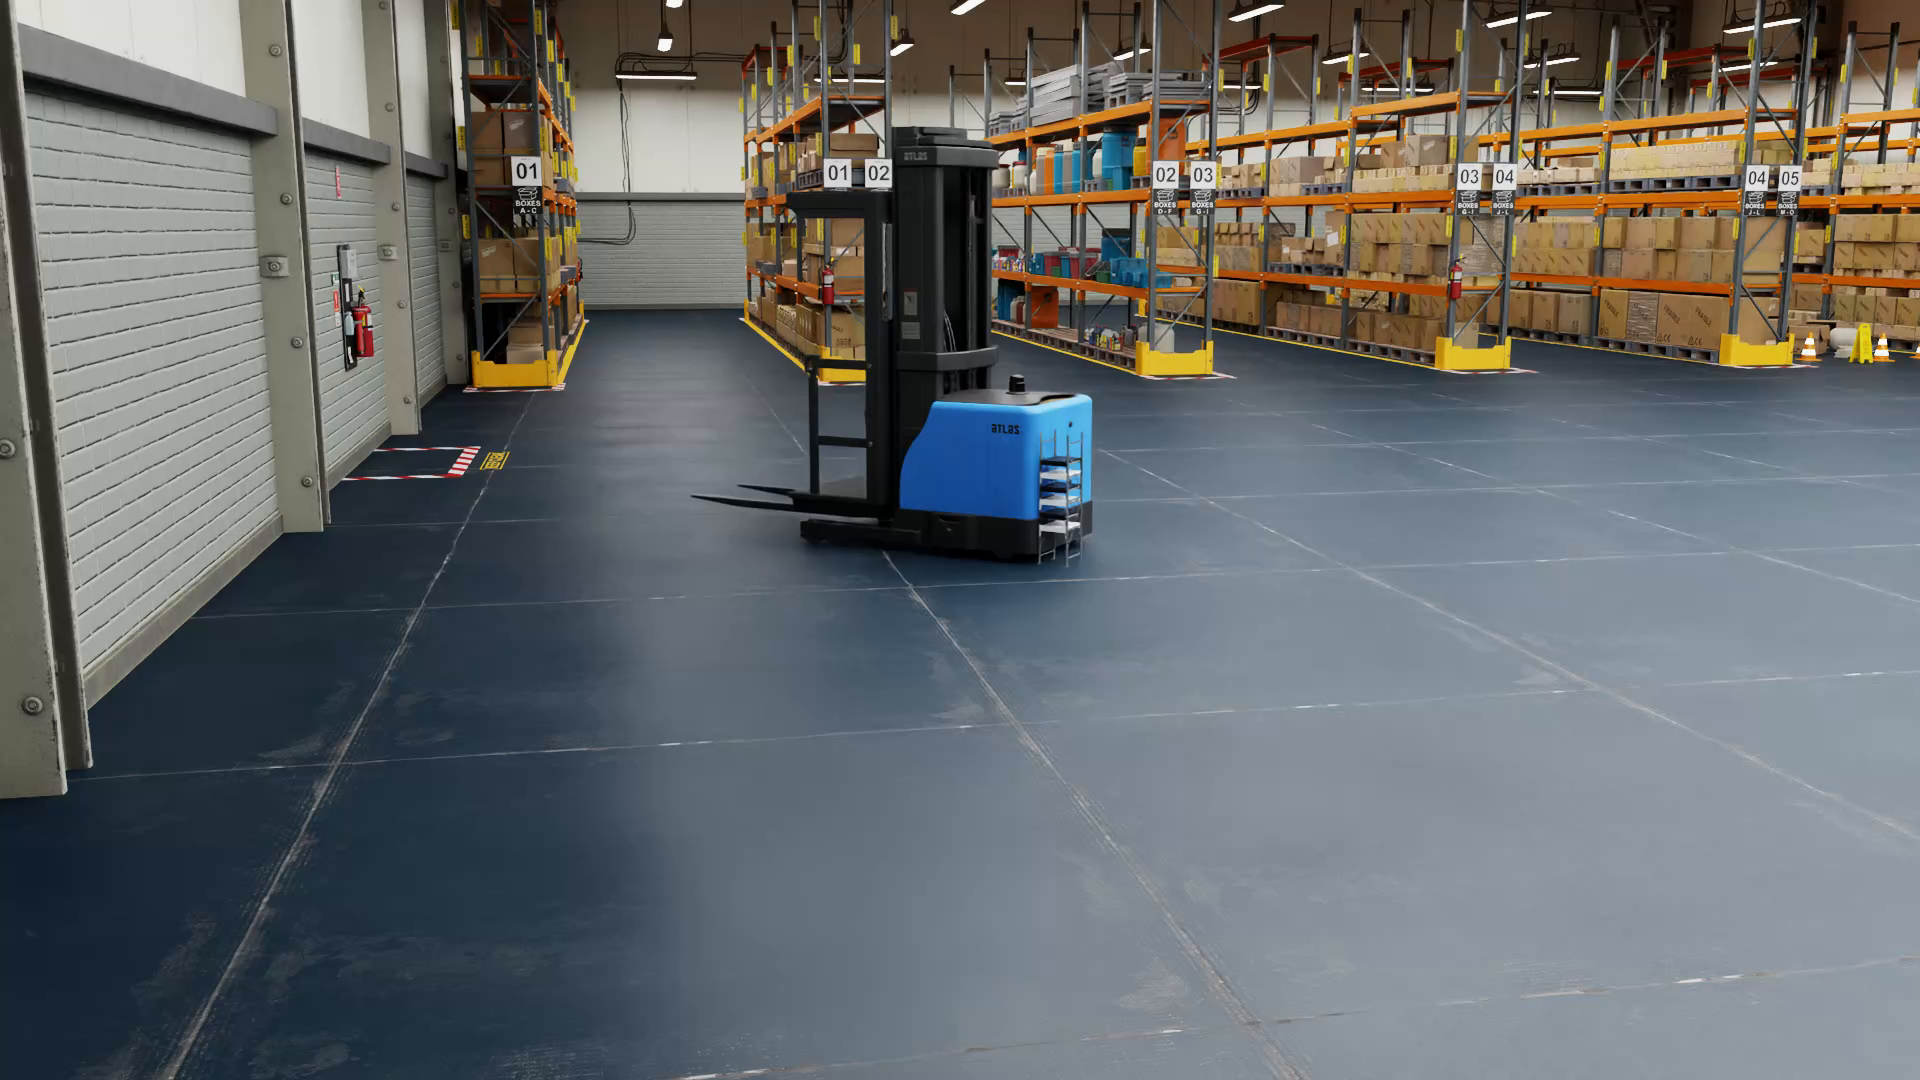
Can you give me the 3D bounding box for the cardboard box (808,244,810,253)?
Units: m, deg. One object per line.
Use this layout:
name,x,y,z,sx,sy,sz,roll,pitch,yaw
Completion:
cardboard box,-2.307,-4.806,27.423,0.380,0.149,0.250,-2,11,-13

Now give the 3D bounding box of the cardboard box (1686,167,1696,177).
cardboard box,12.515,-6.217,28.095,0.380,0.149,0.250,-2,11,-12

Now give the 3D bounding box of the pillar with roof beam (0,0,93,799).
pillar with roof beam,0.388,-3.573,6.901,9.100,9.000,0.400,-2,11,-11

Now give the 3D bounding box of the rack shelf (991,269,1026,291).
rack shelf,1.422,-5.514,35.071,1.077,0.370,4.000,-2,11,-11

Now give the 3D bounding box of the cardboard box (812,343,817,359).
cardboard box,-1.995,-2.889,25.582,0.500,0.250,0.500,-2,11,-11

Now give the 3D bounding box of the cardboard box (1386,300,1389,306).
cardboard box,10.339,-5.624,39.428,0.380,0.149,0.250,-3,11,-14

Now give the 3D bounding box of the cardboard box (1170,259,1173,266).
cardboard box,5.212,-6.618,39.615,0.380,0.149,0.250,-2,11,-10

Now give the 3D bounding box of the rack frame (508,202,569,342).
rack frame,-7.907,-5.141,31.183,1.000,3.000,0.127,-2,11,-11

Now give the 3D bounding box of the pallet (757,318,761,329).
pallet,-3.959,-4.811,36.911,1.003,0.211,1.213,-2,11,-11

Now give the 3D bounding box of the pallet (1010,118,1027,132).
pallet,1.701,-8.292,33.271,1.213,0.211,1.003,-2,11,-11

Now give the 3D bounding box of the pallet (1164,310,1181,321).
pallet,5.580,-5.411,40.063,1.003,0.211,1.213,-2,11,-11

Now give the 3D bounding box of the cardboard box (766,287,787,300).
cardboard box,-3.777,-5.131,34.634,0.500,0.250,0.500,-2,11,-11

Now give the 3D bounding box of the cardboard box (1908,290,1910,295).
cardboard box,21.367,-5.148,36.447,0.875,0.625,0.625,-2,11,-9

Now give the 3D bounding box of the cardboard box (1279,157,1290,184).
cardboard box,6.604,-7.261,32.695,0.500,0.500,0.500,-2,11,-11

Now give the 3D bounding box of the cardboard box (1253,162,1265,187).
cardboard box,6.480,-7.521,34.267,0.797,0.503,0.637,-1,11,-8

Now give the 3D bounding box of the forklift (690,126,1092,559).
forklift,-0.585,-1.483,12.148,3.031,2.935,1.130,6,12,27

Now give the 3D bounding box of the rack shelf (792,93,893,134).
rack shelf,-1.881,-6.618,25.896,1.077,0.370,4.000,-2,11,-11

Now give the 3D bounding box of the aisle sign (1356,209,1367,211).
aisle sign,10.279,-8.612,42.466,0.394,0.787,0.004,-2,11,-11

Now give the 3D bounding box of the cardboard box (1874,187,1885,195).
cardboard box,17.151,-6.453,30.728,0.380,0.149,0.250,-2,11,-9

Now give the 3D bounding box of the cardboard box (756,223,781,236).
cardboard box,-4.178,-6.679,36.323,0.500,0.500,0.500,-2,11,-11

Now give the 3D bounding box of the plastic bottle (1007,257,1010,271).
plastic bottle,1.030,-5.770,34.803,0.061,0.283,0.133,-2,11,-11

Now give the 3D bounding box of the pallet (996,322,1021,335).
pallet,1.383,-4.498,35.262,1.003,0.211,1.213,-2,11,-11

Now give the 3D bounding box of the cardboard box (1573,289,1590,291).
cardboard box,15.421,-6.006,41.459,0.875,0.438,0.875,-2,11,-13

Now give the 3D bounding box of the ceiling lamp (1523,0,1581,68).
ceiling lamp,13.632,-12.357,37.442,0.800,3.185,2.000,-2,11,-11

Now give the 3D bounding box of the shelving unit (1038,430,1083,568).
shelving unit,0.684,-0.283,11.276,0.210,0.900,0.258,6,12,29

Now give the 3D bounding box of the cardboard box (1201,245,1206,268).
cardboard box,5.736,-6.370,37.377,0.500,0.500,0.500,-2,11,-11

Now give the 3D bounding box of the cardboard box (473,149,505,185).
cardboard box,-6.680,-5.273,23.537,0.500,0.500,0.500,-1,11,-7

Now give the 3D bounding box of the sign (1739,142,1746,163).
sign,12.576,-6.228,26.718,0.100,0.325,0.005,-2,11,-11

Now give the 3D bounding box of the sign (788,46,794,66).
sign,-2.800,-8.011,27.508,0.100,0.325,0.005,-2,11,-11

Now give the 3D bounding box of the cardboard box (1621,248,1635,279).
cardboard box,12.545,-5.016,30.126,0.875,0.550,0.550,-2,11,-11

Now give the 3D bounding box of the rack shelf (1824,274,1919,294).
rack shelf,17.557,-4.588,30.202,1.077,0.370,4.000,-2,11,-11

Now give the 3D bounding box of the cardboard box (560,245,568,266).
cardboard box,-7.750,-5.444,31.661,0.500,0.500,0.500,-2,11,-9

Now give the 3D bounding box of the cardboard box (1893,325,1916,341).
cardboard box,17.325,-3.759,30.156,0.500,0.250,0.500,-3,11,-13

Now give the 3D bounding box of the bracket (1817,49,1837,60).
bracket,20.962,-11.743,40.200,0.235,0.232,0.430,-2,11,-11

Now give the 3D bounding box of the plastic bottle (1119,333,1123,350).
plastic bottle,2.662,-3.288,27.535,0.061,0.283,0.133,-2,11,-11

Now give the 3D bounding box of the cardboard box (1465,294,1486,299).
cardboard box,11.164,-5.306,35.606,0.500,0.250,0.500,-2,11,-12

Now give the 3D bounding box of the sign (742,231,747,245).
sign,-5.136,-7.194,39.658,0.100,0.325,0.005,-2,11,-11

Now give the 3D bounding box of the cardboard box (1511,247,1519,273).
cardboard box,11.479,-5.707,33.890,0.500,0.500,0.500,-2,11,-12

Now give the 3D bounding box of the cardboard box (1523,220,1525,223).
cardboard box,14.753,-8.247,42.827,0.380,0.149,0.250,-2,11,-10

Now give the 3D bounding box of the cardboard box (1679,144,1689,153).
cardboard box,12.465,-6.656,28.269,0.380,0.149,0.250,-2,11,-12

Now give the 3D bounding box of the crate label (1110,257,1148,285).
crate label,2.744,-4.379,27.086,0.502,0.435,0.616,-2,11,-11

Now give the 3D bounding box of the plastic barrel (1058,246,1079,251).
plastic barrel,2.199,-5.494,32.674,0.600,0.536,0.708,-2,11,-11

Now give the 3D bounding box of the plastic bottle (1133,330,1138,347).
plastic bottle,3.002,-3.439,28.329,0.061,0.283,0.133,-2,11,-11

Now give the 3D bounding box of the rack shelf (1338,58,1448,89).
rack shelf,10.388,-11.170,39.850,1.077,0.370,4.000,-2,11,-11

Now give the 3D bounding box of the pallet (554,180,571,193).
pallet,-7.349,-6.096,28.680,1.213,0.211,1.003,-2,11,-11

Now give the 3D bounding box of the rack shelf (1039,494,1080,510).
rack shelf,0.684,-0.250,11.282,0.200,0.077,0.258,6,12,29

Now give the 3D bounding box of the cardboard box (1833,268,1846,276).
cardboard box,16.915,-5.115,31.720,0.380,0.149,0.250,-2,11,-11

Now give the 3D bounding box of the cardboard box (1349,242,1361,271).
cardboard box,7.475,-5.058,29.686,0.875,0.500,0.500,-2,11,-11

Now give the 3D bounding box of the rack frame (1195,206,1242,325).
rack frame,5.892,-6.415,37.877,1.000,3.000,0.127,-2,11,-11

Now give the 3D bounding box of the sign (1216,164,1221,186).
sign,3.908,-5.531,25.187,0.100,0.325,0.005,-2,11,-11

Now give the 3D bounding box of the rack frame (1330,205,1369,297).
rack frame,9.999,-7.310,42.582,1.000,3.000,0.127,-2,11,-11

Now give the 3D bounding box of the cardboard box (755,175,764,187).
cardboard box,-4.187,-7.780,36.091,0.500,0.250,0.500,-2,11,-11
